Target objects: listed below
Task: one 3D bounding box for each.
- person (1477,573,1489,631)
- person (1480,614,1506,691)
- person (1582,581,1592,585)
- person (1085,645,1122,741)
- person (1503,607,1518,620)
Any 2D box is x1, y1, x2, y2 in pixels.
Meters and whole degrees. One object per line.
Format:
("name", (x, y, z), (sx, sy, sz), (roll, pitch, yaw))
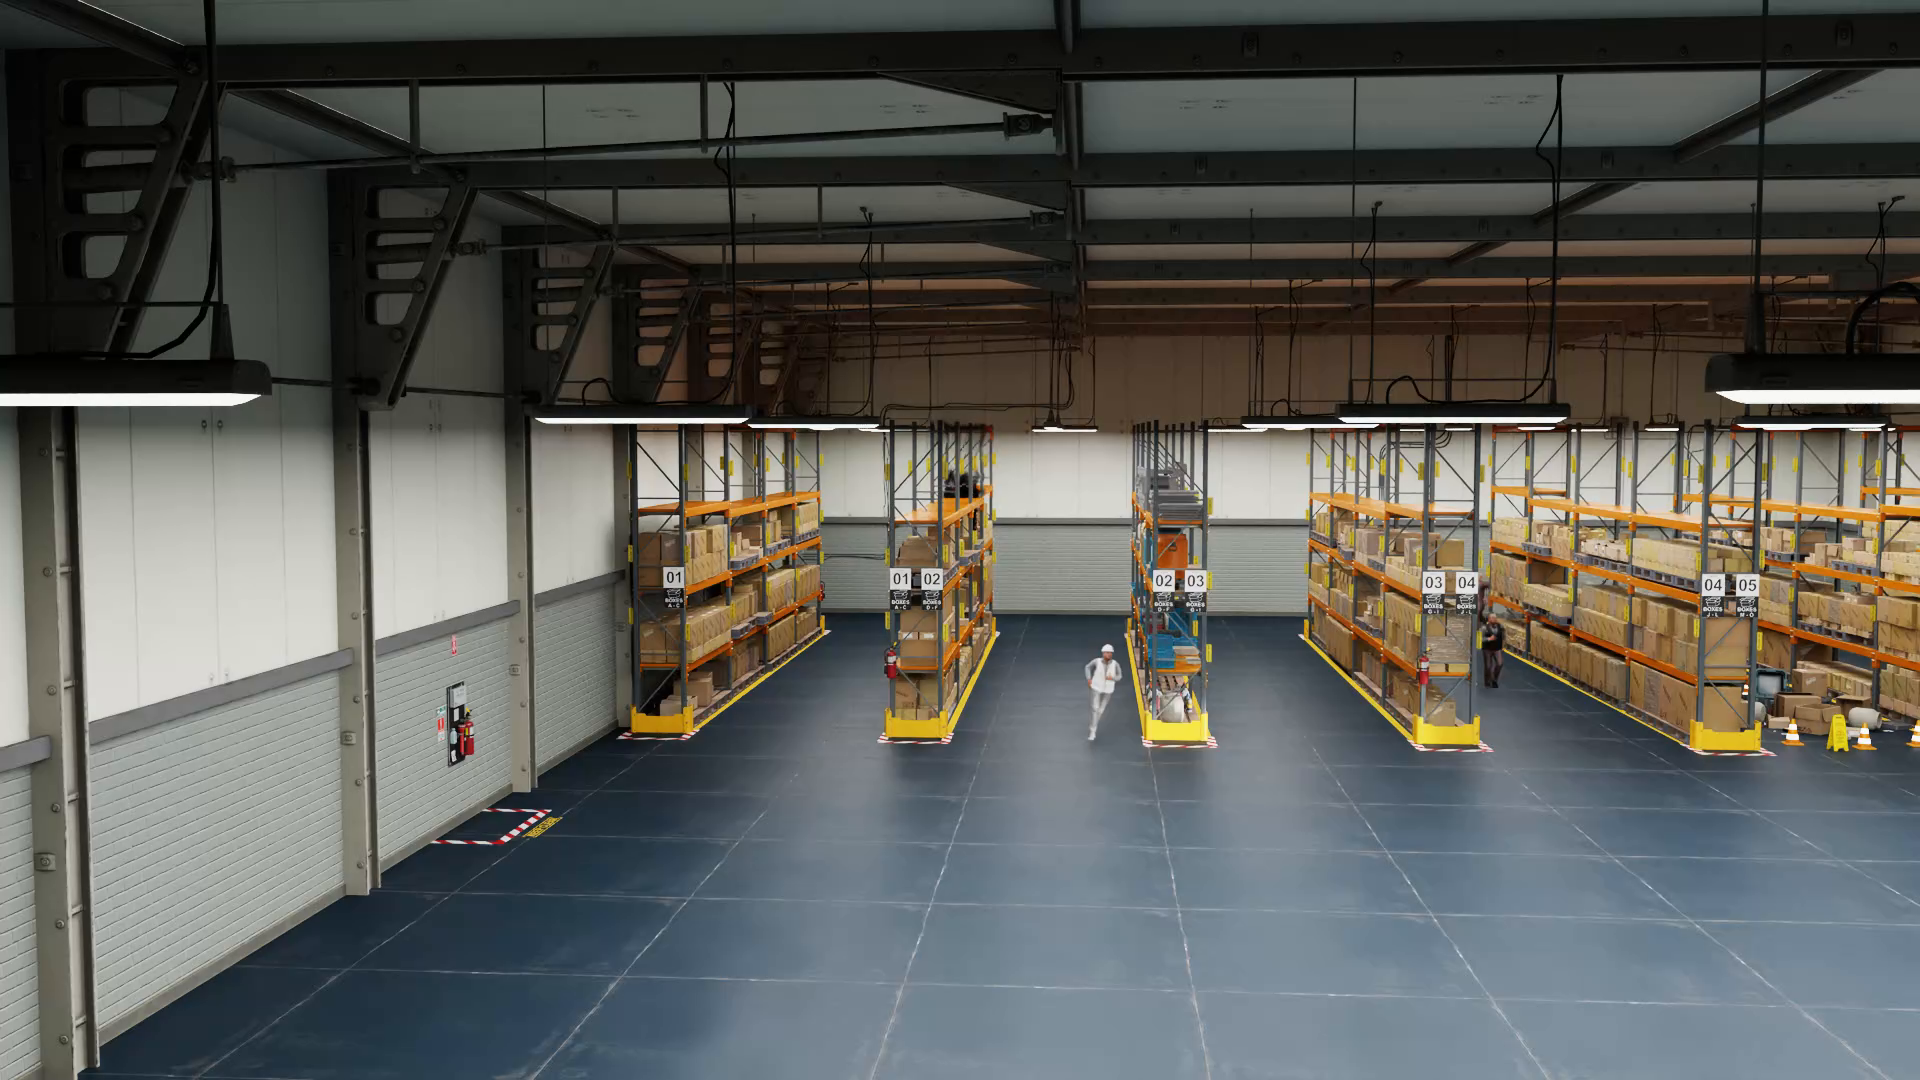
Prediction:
("person", (14.772, 1.838, 47.242), (0.969, 1.825, 0.758), (-1, 4, -14))
("person", (11.964, 2.504, 37.356), (0.680, 1.729, 0.820), (0, 4, -1))
("person", (18.211, 1.967, 47.363), (1.006, 1.627, 0.648), (0, 4, 1))
("person", (2.704, 2.865, 31.536), (0.702, 1.793, 0.886), (-1, 4, -8))
("person", (15.812, 1.933, 47.642), (0.485, 1.554, 0.816), (3, 5, 37))
